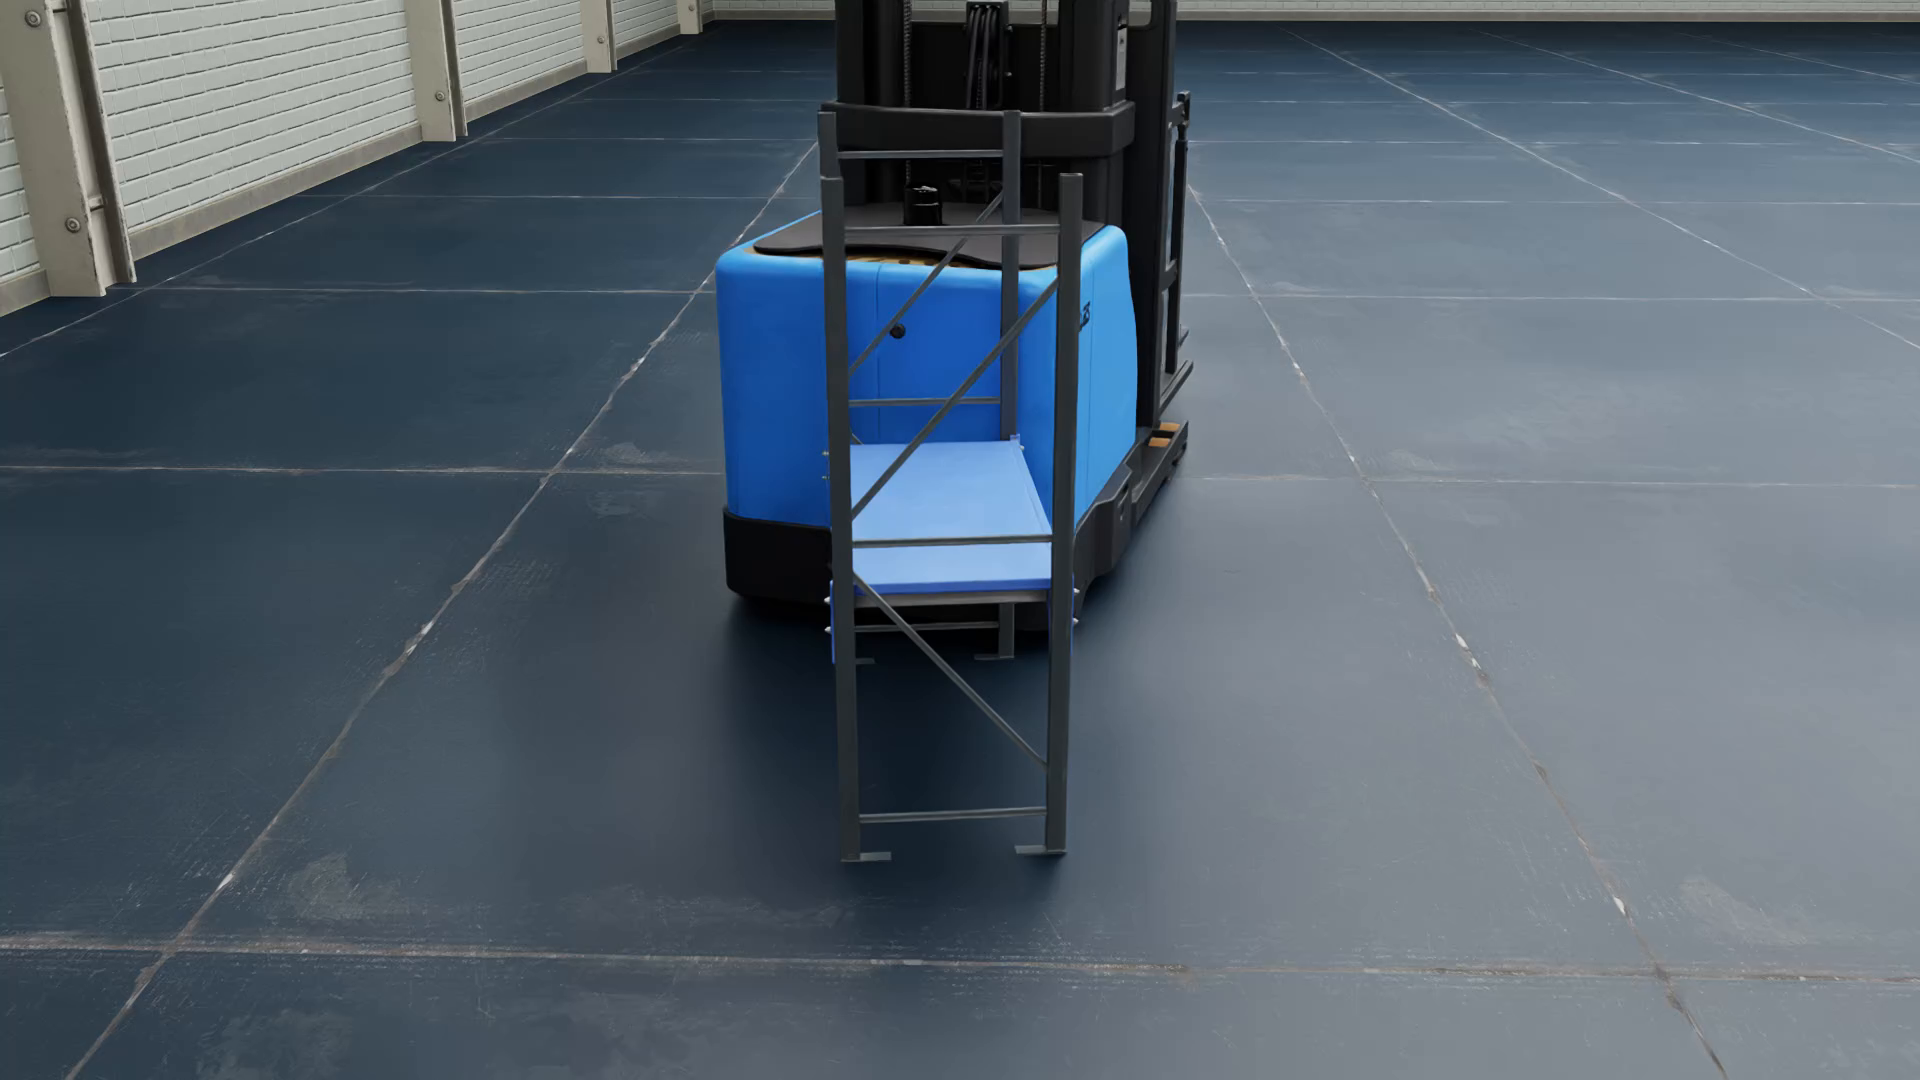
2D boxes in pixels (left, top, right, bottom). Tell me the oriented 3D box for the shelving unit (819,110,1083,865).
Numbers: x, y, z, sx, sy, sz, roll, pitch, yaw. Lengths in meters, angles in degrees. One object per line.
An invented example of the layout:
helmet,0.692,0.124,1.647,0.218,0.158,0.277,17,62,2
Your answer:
shelving unit,-0.057,-0.178,3.913,0.538,1.500,1.048,-2,21,-4

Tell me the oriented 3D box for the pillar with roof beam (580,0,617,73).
pillar with roof beam,-0.067,-9.860,18.501,9.100,9.000,0.400,1,21,2

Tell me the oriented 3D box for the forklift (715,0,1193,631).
forklift,0.227,-1.612,5.631,1.130,2.935,3.031,6,22,16

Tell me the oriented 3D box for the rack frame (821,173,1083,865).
rack frame,-0.015,0.006,3.441,0.500,1.500,0.032,-2,21,-4

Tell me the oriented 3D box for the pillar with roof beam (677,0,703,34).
pillar with roof beam,0.116,-12.030,24.092,9.100,9.000,0.400,1,21,2

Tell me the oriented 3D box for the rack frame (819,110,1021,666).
rack frame,-0.099,-0.361,4.386,0.500,1.500,0.032,-2,21,-4

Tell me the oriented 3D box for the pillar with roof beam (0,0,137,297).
pillar with roof beam,-0.432,-5.521,7.319,9.100,9.000,0.400,1,21,2

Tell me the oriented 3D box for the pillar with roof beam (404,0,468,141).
pillar with roof beam,-0.249,-7.691,12.910,9.100,9.000,0.400,1,21,2

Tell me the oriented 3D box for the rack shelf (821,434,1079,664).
rack shelf,-0.057,-0.010,3.979,0.538,0.185,1.000,-2,21,-4
